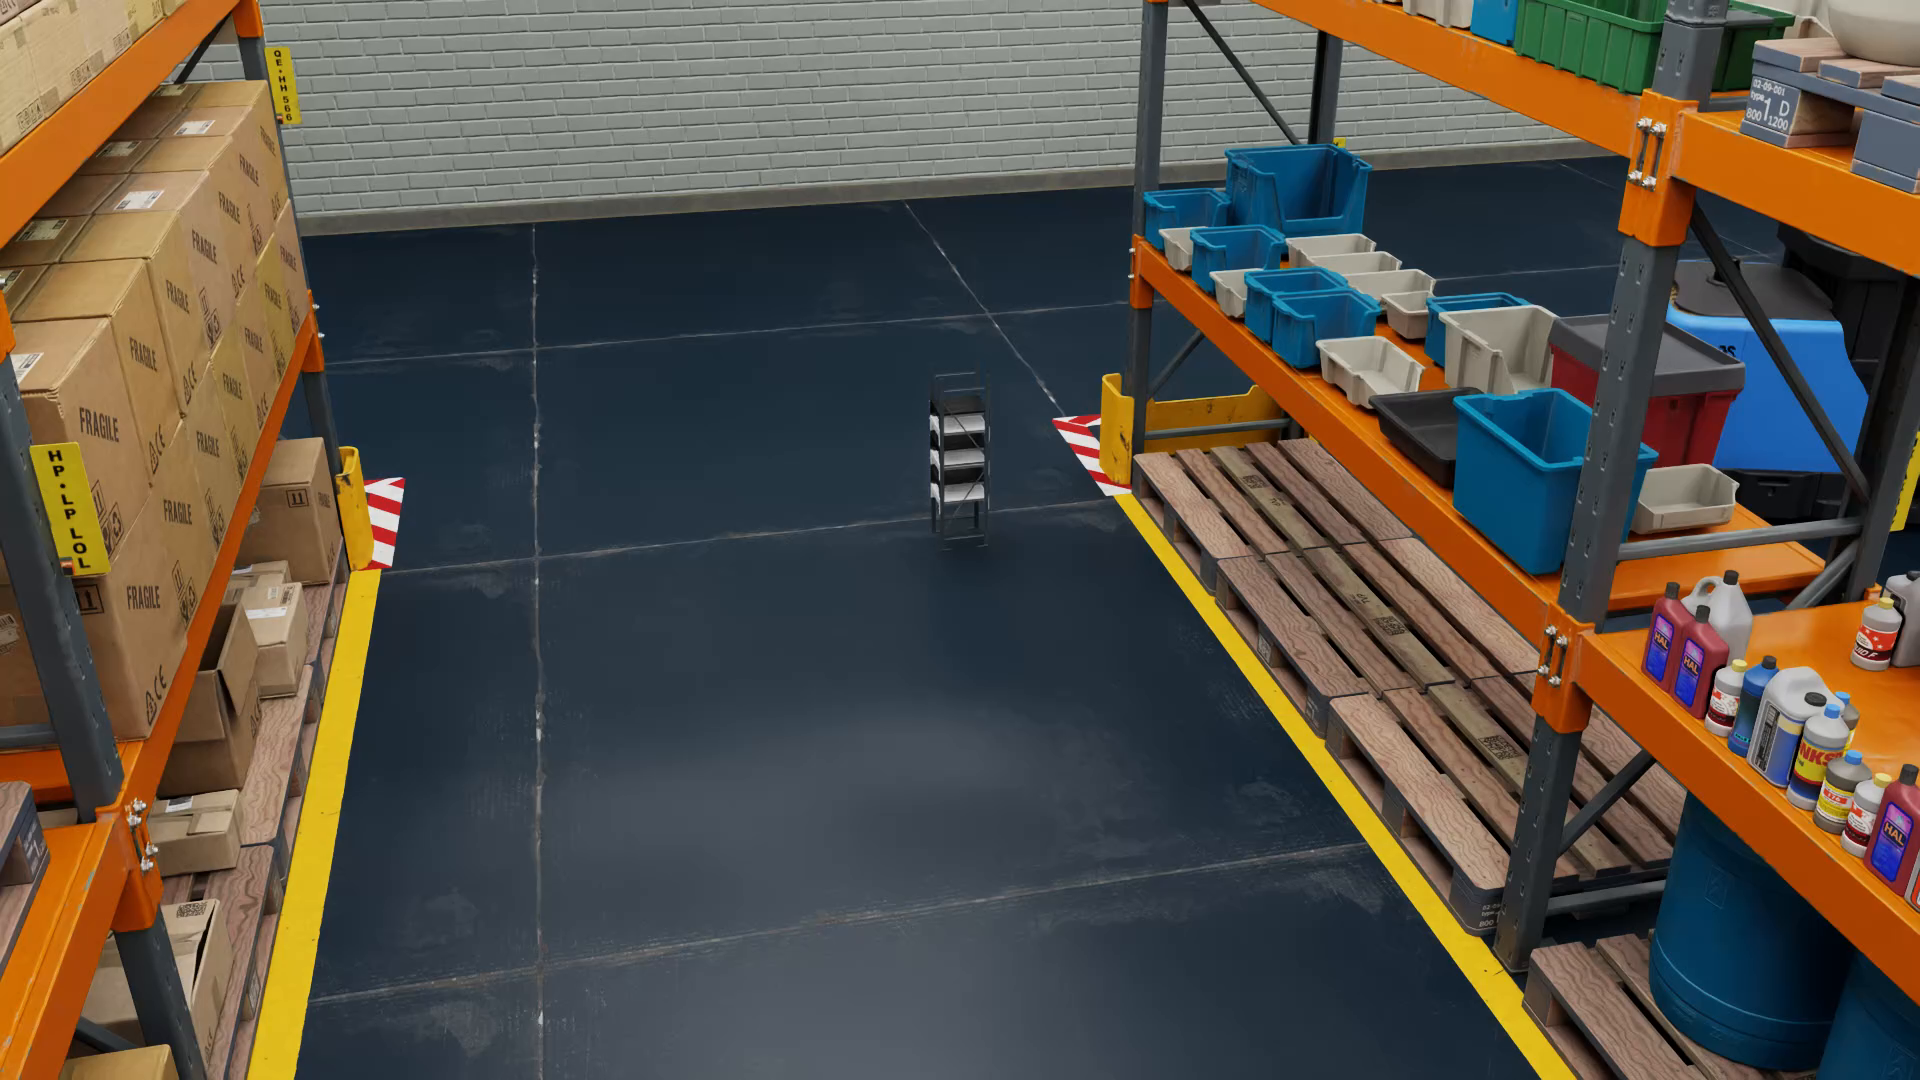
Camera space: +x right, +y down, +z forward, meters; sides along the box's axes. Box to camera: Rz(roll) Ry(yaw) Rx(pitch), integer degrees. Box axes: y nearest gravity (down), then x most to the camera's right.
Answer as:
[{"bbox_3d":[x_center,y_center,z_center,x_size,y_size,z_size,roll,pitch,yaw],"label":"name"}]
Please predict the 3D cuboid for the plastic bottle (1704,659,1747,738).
[{"bbox_3d":[2.012,0.407,4.336,0.097,0.201,0.097,0,27,0],"label":"plastic bottle"}]

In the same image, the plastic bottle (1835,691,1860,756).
[{"bbox_3d":[2.205,0.477,4.197,0.097,0.201,0.097,0,27,0],"label":"plastic bottle"}]

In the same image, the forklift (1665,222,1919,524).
[{"bbox_3d":[4.956,-1.564,8.096,3.031,2.935,1.130,3,27,5],"label":"forklift"}]

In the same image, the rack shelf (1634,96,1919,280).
[{"bbox_3d":[2.722,-0.134,2.655,1.077,0.370,4.000,-6,27,-12],"label":"rack shelf"}]

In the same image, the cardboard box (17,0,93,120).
[{"bbox_3d":[-2.532,-1.223,4.181,0.500,0.250,0.500,-6,27,-12],"label":"cardboard box"}]

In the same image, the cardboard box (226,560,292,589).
[{"bbox_3d":[-3.091,0.221,7.140,0.380,0.166,0.250,-6,27,-12],"label":"cardboard box"}]

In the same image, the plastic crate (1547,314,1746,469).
[{"bbox_3d":[2.315,-0.466,5.708,0.402,0.464,0.583,-6,27,-12],"label":"plastic crate"}]

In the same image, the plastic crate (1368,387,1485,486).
[{"bbox_3d":[1.758,-0.362,5.876,0.437,0.125,0.590,-6,27,-12],"label":"plastic crate"}]

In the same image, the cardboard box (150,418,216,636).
[{"bbox_3d":[-2.523,-0.013,4.835,0.500,0.500,0.500,-5,27,-11],"label":"cardboard box"}]

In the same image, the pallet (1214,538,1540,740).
[{"bbox_3d":[1.790,0.396,7.232,1.003,0.211,1.213,-6,27,-12],"label":"pallet"}]

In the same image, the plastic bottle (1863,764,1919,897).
[{"bbox_3d":[2.139,0.653,3.757,0.061,0.283,0.133,-6,27,-12],"label":"plastic bottle"}]

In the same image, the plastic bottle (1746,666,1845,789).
[{"bbox_3d":[2.087,0.464,4.139,0.152,0.276,0.135,-6,27,-12],"label":"plastic bottle"}]

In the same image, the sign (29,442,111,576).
[{"bbox_3d":[-2.015,-0.067,3.769,0.100,0.325,0.005,-6,27,-12],"label":"sign"}]

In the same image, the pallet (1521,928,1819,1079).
[{"bbox_3d":[2.405,1.594,4.857,1.003,0.211,1.213,-6,27,-12],"label":"pallet"}]

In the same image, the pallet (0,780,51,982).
[{"bbox_3d":[-2.481,0.955,3.241,1.003,0.211,1.213,-6,27,-12],"label":"pallet"}]

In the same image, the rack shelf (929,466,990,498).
[{"bbox_3d":[-0.002,-0.295,8.110,0.258,0.077,0.200,-6,27,-12],"label":"rack shelf"}]

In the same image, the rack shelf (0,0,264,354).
[{"bbox_3d":[-3.006,-1.388,5.141,1.077,0.370,4.000,-6,27,-12],"label":"rack shelf"}]

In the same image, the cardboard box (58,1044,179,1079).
[{"bbox_3d":[-2.165,1.615,4.008,0.500,0.500,0.500,-6,27,-12],"label":"cardboard box"}]

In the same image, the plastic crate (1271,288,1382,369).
[{"bbox_3d":[1.469,-0.850,6.724,0.416,0.233,0.300,-6,27,-12],"label":"plastic crate"}]

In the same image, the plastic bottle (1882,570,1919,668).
[{"bbox_3d":[2.675,0.202,4.659,0.152,0.276,0.135,-6,27,-12],"label":"plastic bottle"}]

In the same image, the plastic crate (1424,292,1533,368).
[{"bbox_3d":[2.083,-0.826,6.677,0.416,0.233,0.300,-6,27,-12],"label":"plastic crate"}]

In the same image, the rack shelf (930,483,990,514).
[{"bbox_3d":[-0.002,-0.215,8.150,0.258,0.077,0.200,-6,27,-12],"label":"rack shelf"}]

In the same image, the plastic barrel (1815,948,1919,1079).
[{"bbox_3d":[2.537,1.307,4.194,0.600,0.901,0.708,-6,27,-12],"label":"plastic barrel"}]

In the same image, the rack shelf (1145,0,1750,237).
[{"bbox_3d":[1.821,-1.890,6.134,1.077,0.370,4.000,-6,27,-12],"label":"rack shelf"}]

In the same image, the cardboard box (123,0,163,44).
[{"bbox_3d":[-2.760,-1.662,5.051,0.500,0.250,0.500,-6,27,-12],"label":"cardboard box"}]

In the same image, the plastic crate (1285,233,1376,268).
[{"bbox_3d":[1.730,-1.319,7.761,0.396,0.136,0.243,-6,27,-12],"label":"plastic crate"}]

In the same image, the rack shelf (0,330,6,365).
[{"bbox_3d":[-2.104,0.368,1.662,1.077,0.370,4.000,-6,27,-12],"label":"rack shelf"}]

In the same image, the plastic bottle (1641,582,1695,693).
[{"bbox_3d":[1.939,0.263,4.530,0.061,0.283,0.133,-6,27,-12],"label":"plastic bottle"}]

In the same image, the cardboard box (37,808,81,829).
[{"bbox_3d":[-3.129,0.961,5.513,0.500,0.311,0.500,-6,27,-12],"label":"cardboard box"}]

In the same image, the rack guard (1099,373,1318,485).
[{"bbox_3d":[1.352,-0.643,8.969,1.175,0.500,0.348,-6,27,-12],"label":"rack guard"}]

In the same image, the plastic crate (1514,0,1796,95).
[{"bbox_3d":[1.882,-1.393,4.588,0.450,0.188,0.662,-6,27,-12],"label":"plastic crate"}]

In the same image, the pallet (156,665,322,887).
[{"bbox_3d":[-2.987,0.914,6.204,1.003,0.211,1.213,-6,27,-12],"label":"pallet"}]

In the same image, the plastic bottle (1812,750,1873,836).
[{"bbox_3d":[2.109,0.594,3.965,0.097,0.201,0.097,0,27,0],"label":"plastic bottle"}]

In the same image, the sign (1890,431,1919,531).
[{"bbox_3d":[2.808,-0.172,4.955,0.100,0.325,0.005,-6,27,-12],"label":"sign"}]

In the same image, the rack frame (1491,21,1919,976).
[{"bbox_3d":[2.272,0.006,4.908,1.000,3.000,0.127,-6,27,-12],"label":"rack frame"}]

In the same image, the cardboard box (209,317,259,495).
[{"bbox_3d":[-2.750,-0.456,5.713,0.500,0.500,0.500,-6,27,-12],"label":"cardboard box"}]

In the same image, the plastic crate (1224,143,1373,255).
[{"bbox_3d":[1.628,-1.664,8.112,0.616,0.435,0.499,-6,27,-12],"label":"plastic crate"}]

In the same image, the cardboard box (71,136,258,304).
[{"bbox_3d":[-2.852,-1.123,5.925,0.500,0.500,0.500,-5,27,-10],"label":"cardboard box"}]

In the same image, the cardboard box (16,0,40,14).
[{"bbox_3d":[-2.537,-1.446,4.068,0.500,0.250,0.500,-6,27,-12],"label":"cardboard box"}]

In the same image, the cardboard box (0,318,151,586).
[{"bbox_3d":[-2.387,-0.219,4.134,0.500,0.500,0.500,-5,27,-10],"label":"cardboard box"}]

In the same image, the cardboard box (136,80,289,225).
[{"bbox_3d":[-3.088,-1.572,6.815,0.500,0.500,0.500,-6,27,-12],"label":"cardboard box"}]

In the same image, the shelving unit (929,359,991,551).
[{"bbox_3d":[-0.002,-0.405,8.054,0.258,0.900,0.210,-6,27,-12],"label":"shelving unit"}]

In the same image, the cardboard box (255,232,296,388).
[{"bbox_3d":[-2.970,-0.897,6.586,0.500,0.500,0.500,-6,27,-11],"label":"cardboard box"}]

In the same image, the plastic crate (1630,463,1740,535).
[{"bbox_3d":[2.306,-0.122,5.388,0.396,0.136,0.243,-6,27,-12],"label":"plastic crate"}]

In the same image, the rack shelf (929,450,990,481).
[{"bbox_3d":[-0.002,-0.376,8.069,0.258,0.077,0.200,-6,27,-12],"label":"rack shelf"}]

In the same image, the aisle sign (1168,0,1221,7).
[{"bbox_3d":[1.065,-2.912,7.805,0.394,0.787,0.004,-6,27,-12],"label":"aisle sign"}]

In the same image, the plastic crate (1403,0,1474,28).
[{"bbox_3d":[1.614,-1.735,5.322,0.293,0.136,0.466,-6,27,-12],"label":"plastic crate"}]

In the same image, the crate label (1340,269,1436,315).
[{"bbox_3d":[1.868,-1.071,7.268,0.396,0.136,0.243,-6,27,-12],"label":"crate label"}]

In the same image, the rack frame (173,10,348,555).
[{"bbox_3d":[-3.457,-1.248,7.394,1.000,3.000,0.127,-6,27,-12],"label":"rack frame"}]

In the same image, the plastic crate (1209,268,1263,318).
[{"bbox_3d":[1.250,-1.070,7.267,0.250,0.136,0.298,-6,27,-12],"label":"plastic crate"}]

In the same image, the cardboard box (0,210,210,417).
[{"bbox_3d":[-2.619,-0.671,5.030,0.500,0.500,0.500,-7,28,-13],"label":"cardboard box"}]

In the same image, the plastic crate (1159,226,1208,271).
[{"bbox_3d":[1.097,-1.368,7.857,0.250,0.136,0.298,-6,27,-12],"label":"plastic crate"}]

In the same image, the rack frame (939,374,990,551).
[{"bbox_3d":[0.021,-0.361,7.966,0.240,0.900,0.006,-6,27,-12],"label":"rack frame"}]

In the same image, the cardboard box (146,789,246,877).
[{"bbox_3d":[-2.644,0.991,5.613,0.380,0.166,0.250,-6,27,-12],"label":"cardboard box"}]
